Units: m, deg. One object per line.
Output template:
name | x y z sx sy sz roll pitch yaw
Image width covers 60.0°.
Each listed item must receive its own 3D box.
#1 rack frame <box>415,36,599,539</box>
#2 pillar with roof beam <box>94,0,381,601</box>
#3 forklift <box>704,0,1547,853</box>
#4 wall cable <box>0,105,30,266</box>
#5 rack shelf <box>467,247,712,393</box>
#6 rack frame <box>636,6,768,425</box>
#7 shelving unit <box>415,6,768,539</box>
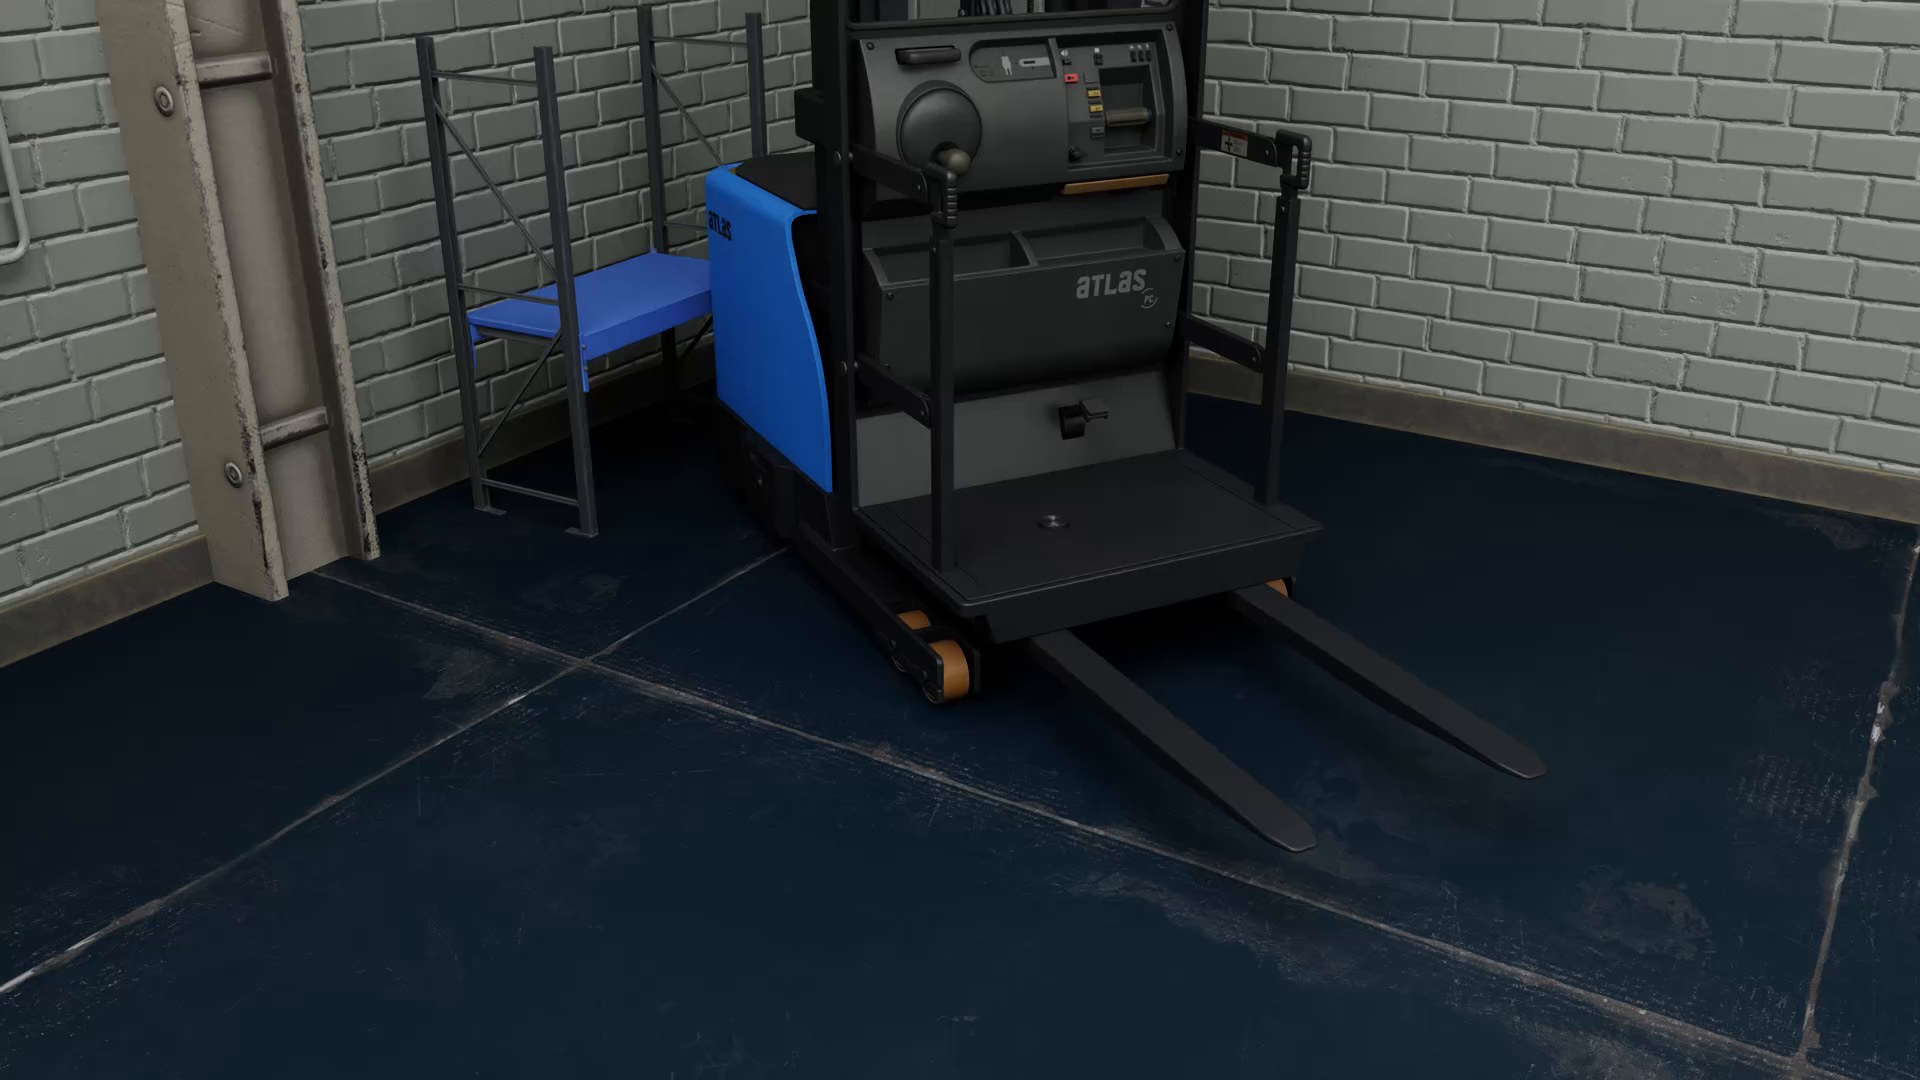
rack frame | -1.374 -0.745 5.082 0.500 1.500 0.032 12 26 26
pillar with roof beam | 1.636 -3.147 1.193 9.100 9.000 0.400 14 27 29
forklift | 0.279 -1.124 4.157 1.130 2.935 3.031 -11 26 -24
wall cable | -2.839 -1.301 3.200 0.084 1.984 1.851 14 27 29
rack shelf | -1.129 -0.756 5.562 0.538 0.185 1.000 12 26 26
rack frame | -0.883 -1.098 5.899 0.500 1.500 0.032 12 26 26
shelving unit | -1.129 -0.922 5.490 0.538 1.500 1.048 12 26 26
